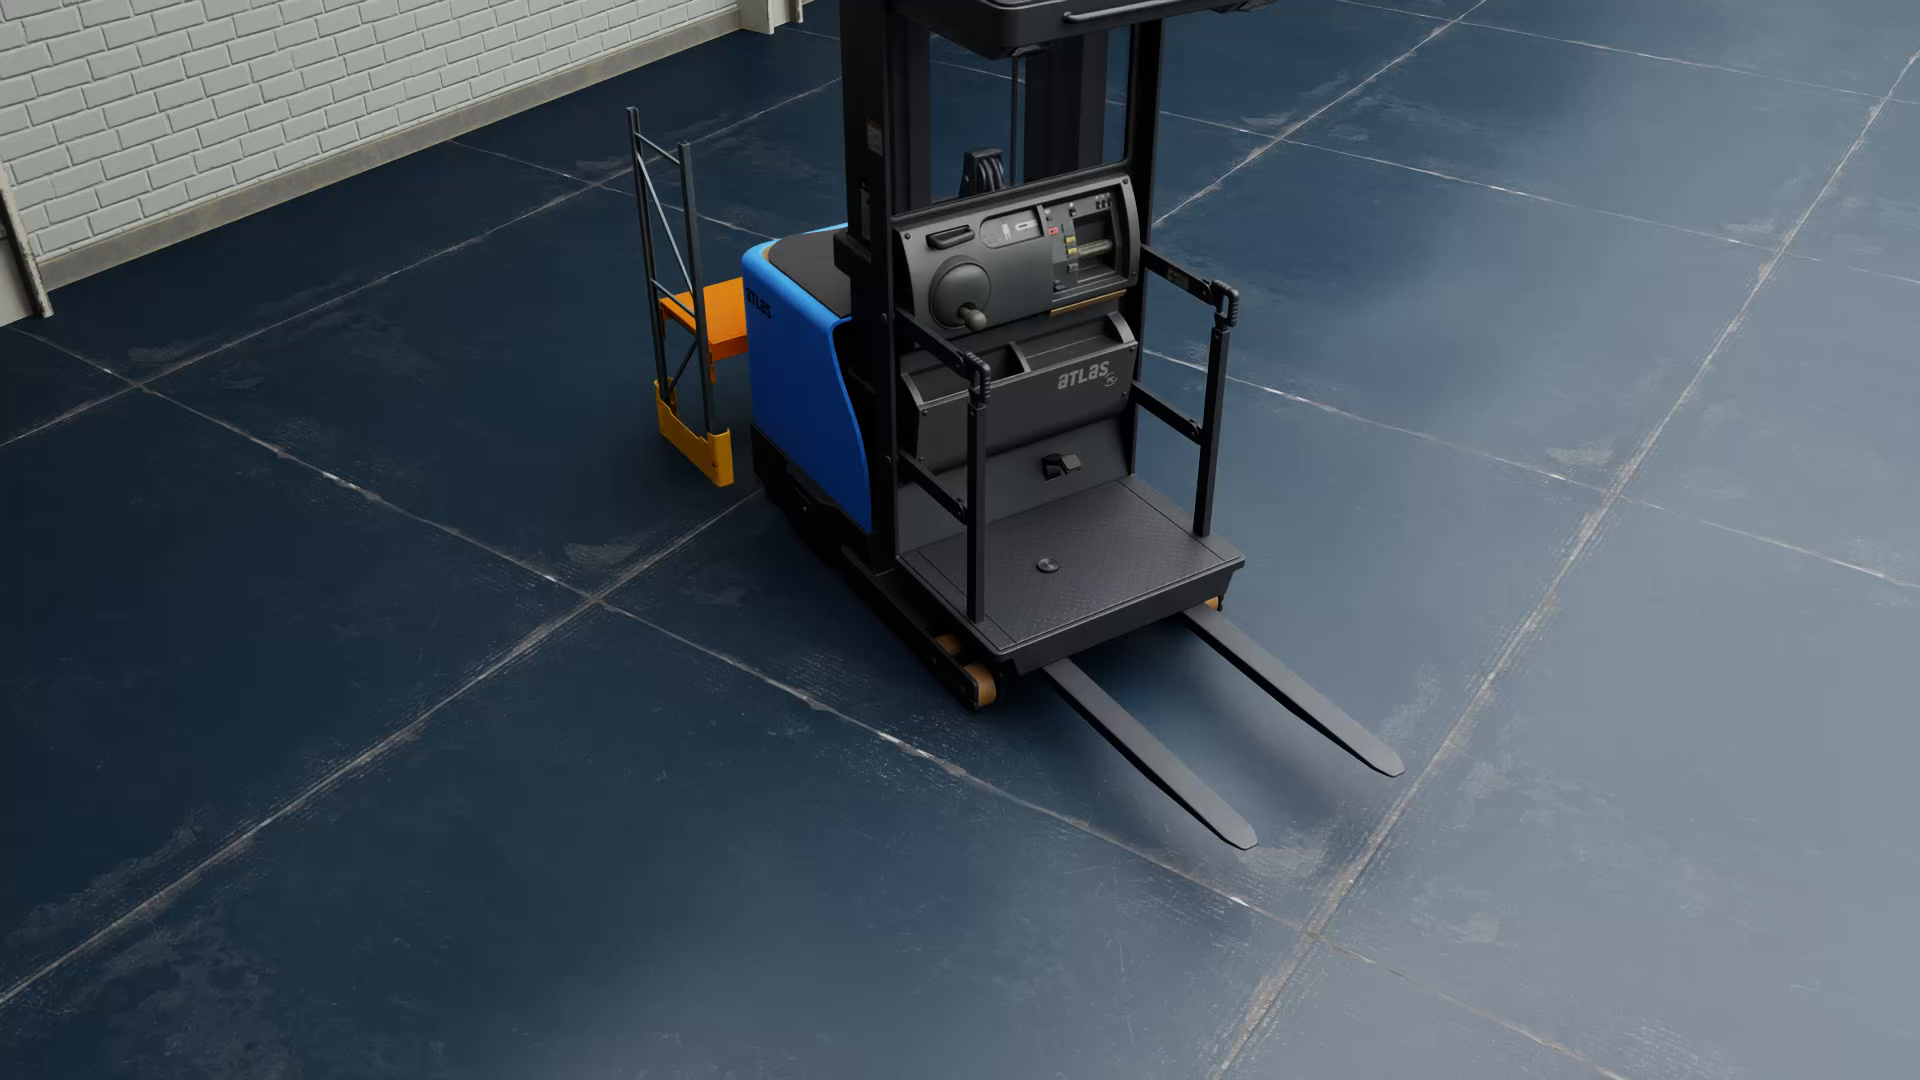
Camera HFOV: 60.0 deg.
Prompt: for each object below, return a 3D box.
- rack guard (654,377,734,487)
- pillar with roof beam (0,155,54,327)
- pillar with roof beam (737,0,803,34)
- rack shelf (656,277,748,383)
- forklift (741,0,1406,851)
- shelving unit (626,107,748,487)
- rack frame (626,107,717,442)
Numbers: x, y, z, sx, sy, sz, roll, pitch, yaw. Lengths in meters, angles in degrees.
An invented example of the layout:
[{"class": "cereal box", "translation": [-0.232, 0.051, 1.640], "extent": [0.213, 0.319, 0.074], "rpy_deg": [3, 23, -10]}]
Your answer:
[{"class": "rack guard", "translation": [-1.158, -0.473, 7.226], "extent": [0.087, 0.250, 0.587], "rpy_deg": [-21, 39, -28]}, {"class": "pillar with roof beam", "translation": [-1.302, -3.459, 3.831], "extent": [9.100, 9.000, 0.400], "rpy_deg": [21, 39, 28]}, {"class": "pillar with roof beam", "translation": [2.119, -6.220, 7.914], "extent": [9.100, 9.000, 0.400], "rpy_deg": [21, 39, 28]}, {"class": "rack shelf", "translation": [-0.754, -0.997, 7.206], "extent": [1.000, 0.185, 0.538], "rpy_deg": [-21, 39, -28]}, {"class": "forklift", "translation": [0.330, -0.919, 5.492], "extent": [1.130, 2.935, 3.031], "rpy_deg": [-19, 39, -26]}, {"class": "shelving unit", "translation": [-0.747, -1.149, 7.109], "extent": [1.083, 1.500, 0.587], "rpy_deg": [-21, 39, -28]}, {"class": "rack frame", "translation": [-1.174, -0.985, 6.868], "extent": [0.032, 1.500, 0.500], "rpy_deg": [-21, 39, -28]}]
